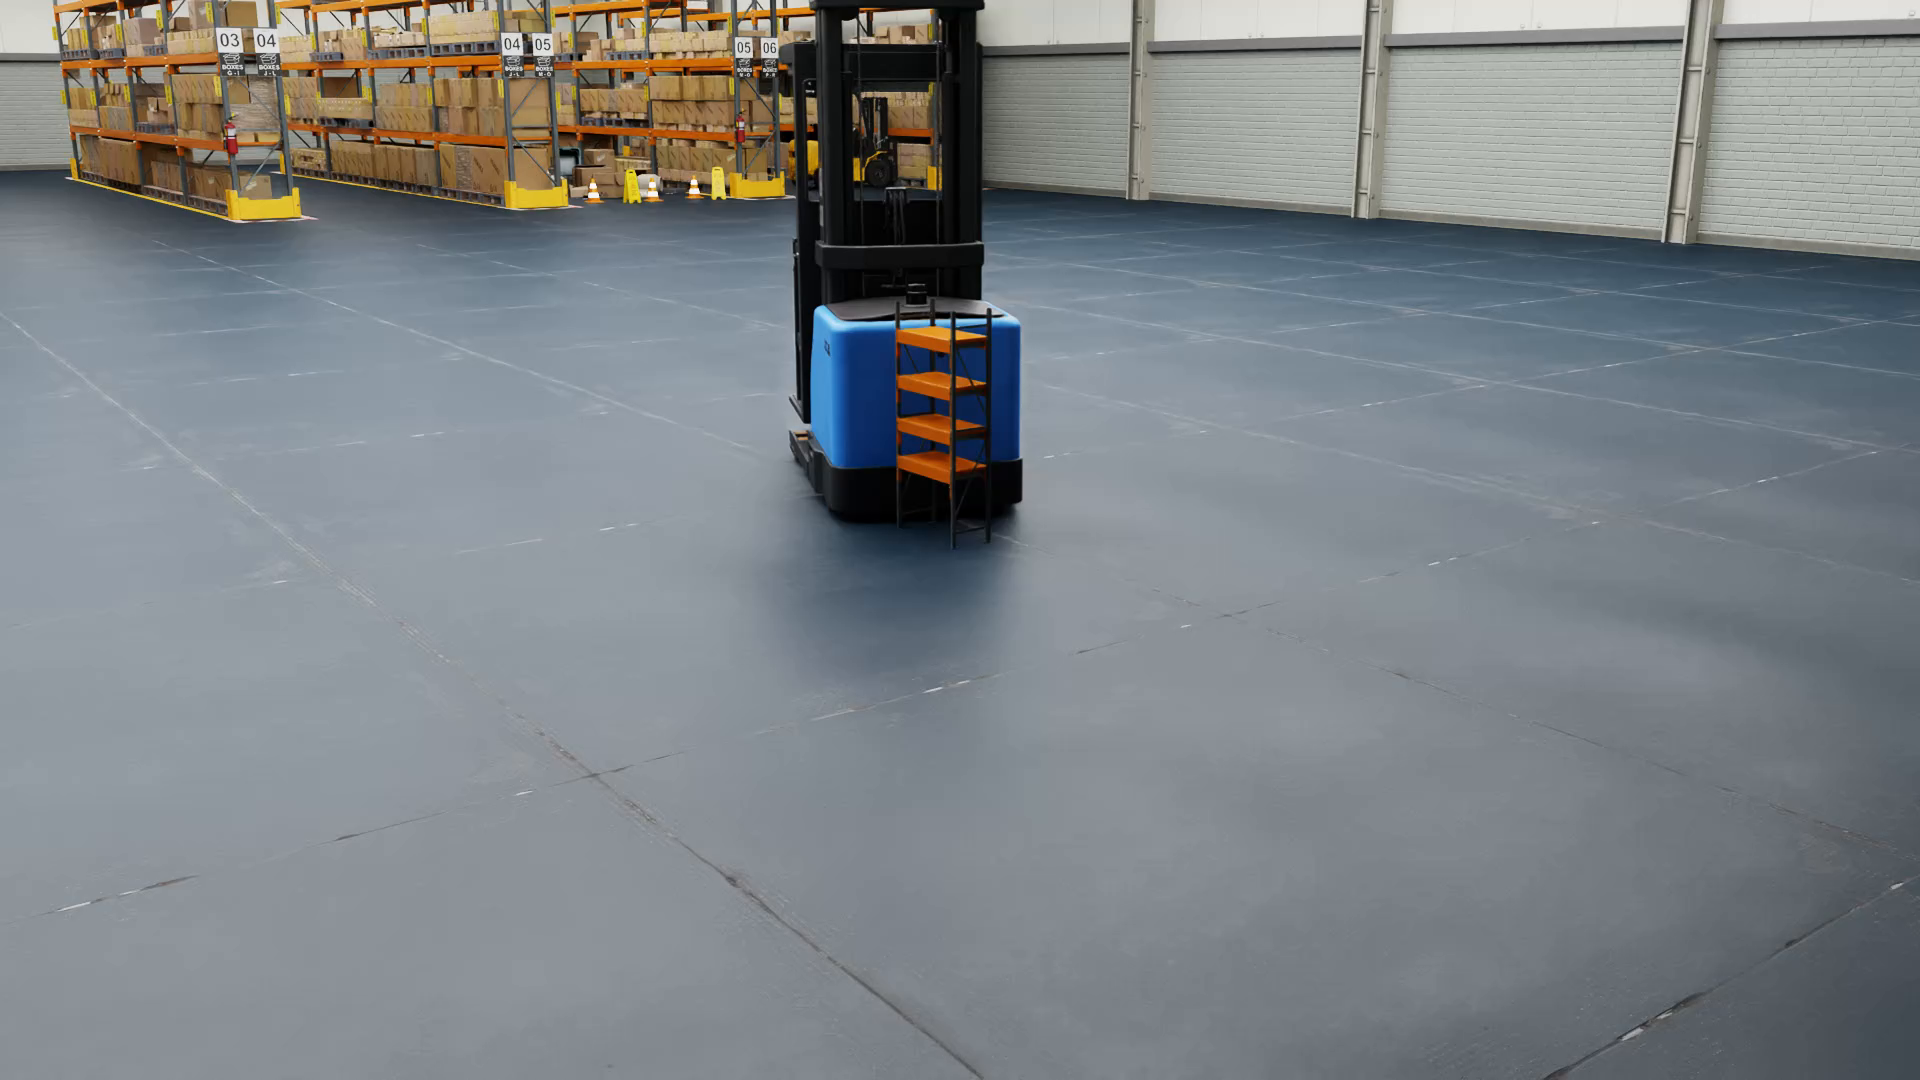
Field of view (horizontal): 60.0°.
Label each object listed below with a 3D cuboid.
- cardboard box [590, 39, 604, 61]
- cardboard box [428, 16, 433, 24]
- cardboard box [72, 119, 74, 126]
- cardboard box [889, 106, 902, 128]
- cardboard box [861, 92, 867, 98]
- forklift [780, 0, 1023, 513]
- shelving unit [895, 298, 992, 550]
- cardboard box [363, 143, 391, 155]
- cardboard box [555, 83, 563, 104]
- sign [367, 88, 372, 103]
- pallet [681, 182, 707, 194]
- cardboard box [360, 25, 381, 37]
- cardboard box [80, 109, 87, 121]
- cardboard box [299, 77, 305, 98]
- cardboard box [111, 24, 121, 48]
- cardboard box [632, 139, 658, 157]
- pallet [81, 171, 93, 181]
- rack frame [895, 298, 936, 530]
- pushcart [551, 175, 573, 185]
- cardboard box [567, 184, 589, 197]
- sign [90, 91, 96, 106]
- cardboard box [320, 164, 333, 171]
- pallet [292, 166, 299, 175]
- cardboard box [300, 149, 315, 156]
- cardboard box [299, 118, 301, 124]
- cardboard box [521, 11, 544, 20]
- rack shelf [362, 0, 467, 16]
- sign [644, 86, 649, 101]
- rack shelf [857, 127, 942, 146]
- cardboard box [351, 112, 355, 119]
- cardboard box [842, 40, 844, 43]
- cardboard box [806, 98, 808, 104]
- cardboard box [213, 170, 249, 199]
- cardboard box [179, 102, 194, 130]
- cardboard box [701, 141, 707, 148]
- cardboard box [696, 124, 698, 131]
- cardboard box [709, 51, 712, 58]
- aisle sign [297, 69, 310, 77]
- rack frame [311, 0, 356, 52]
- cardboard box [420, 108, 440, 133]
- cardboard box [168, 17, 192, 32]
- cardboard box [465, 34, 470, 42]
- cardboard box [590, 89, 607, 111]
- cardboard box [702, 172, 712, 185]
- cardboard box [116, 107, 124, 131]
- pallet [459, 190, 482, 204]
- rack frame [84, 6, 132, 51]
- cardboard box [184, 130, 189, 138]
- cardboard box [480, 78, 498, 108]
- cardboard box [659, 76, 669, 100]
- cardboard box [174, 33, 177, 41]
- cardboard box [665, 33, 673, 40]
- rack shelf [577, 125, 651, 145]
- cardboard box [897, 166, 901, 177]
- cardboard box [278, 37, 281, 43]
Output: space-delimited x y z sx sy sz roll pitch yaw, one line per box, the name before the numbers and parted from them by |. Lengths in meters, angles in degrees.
cardboard box | -8.365 -11.661 39.627 0.700 0.500 0.500 -11 19 -35
cardboard box | -10.568 -10.556 33.761 0.380 0.149 0.250 -11 19 -34
cardboard box | -21.540 -10.237 40.772 0.380 0.149 0.250 -11 19 -35
cardboard box | -1.299 -9.767 38.389 0.500 0.500 0.500 -11 19 -36
cardboard box | -2.150 -10.511 39.317 0.380 0.149 0.250 -10 18 -33
forklift | -0.463 -1.904 9.981 1.130 2.935 3.031 -3 16 -11
shelving unit | -0.087 -0.601 8.499 0.258 1.200 0.503 -11 19 -34
cardboard box | -13.473 -9.044 38.455 0.500 0.250 0.500 -11 19 -36
cardboard box | -9.738 -11.078 41.286 0.500 0.500 0.500 -10 18 -34
sign | -13.292 -10.014 37.437 0.100 0.325 0.005 -11 19 -35
pallet | -5.417 -7.772 36.572 1.003 0.211 1.213 -11 19 -35
cardboard box | -13.307 -11.490 37.553 0.396 0.266 0.258 -11 19 -35
cardboard box | -20.656 -10.138 39.655 0.500 0.250 0.500 -11 19 -36
cardboard box | -16.304 -11.387 41.852 0.500 0.500 0.500 -10 18 -33
cardboard box | -17.926 -10.819 35.755 0.500 0.500 0.500 -10 18 -32
cardboard box | -9.322 -11.702 49.583 0.797 0.503 0.637 -12 19 -37
pallet | -21.101 -9.036 41.191 1.003 0.211 1.213 -11 19 -35
rack frame | -0.231 -0.653 8.689 0.240 1.200 0.015 -11 19 -34
pushcart | -8.377 -7.886 36.674 0.936 0.377 1.648 10 18 33
cardboard box | -8.007 -7.326 34.838 0.396 0.266 0.258 -7 17 -25
sign | -19.730 -10.055 37.841 0.100 0.325 0.005 -11 19 -35
cardboard box | -15.717 -9.292 41.449 0.380 0.149 0.250 -11 19 -34
pallet | -17.069 -9.748 43.791 1.003 0.211 1.213 -11 19 -35
cardboard box | -16.740 -9.960 42.762 0.380 0.149 0.250 -11 19 -34
cardboard box | -16.679 -10.722 42.543 0.380 0.149 0.250 -10 18 -33
cardboard box | -8.094 -9.953 31.557 0.380 0.149 0.250 -11 19 -34
rack shelf | -11.683 -11.506 35.690 1.077 0.370 4.000 -11 19 -35
sign | -7.009 -9.987 37.190 0.100 0.325 0.005 -11 19 -35
rack shelf | -1.374 -9.513 39.013 1.077 0.370 4.000 -11 19 -35
cardboard box | -13.817 -9.803 38.392 0.380 0.149 0.250 -10 18 -34
cardboard box | -3.172 -12.058 40.452 0.500 0.311 0.500 -12 19 -36
cardboard box | -3.705 -10.955 41.500 0.380 0.149 0.250 -11 19 -34
cardboard box | -13.604 -6.641 31.097 0.500 0.500 0.500 -13 20 -39
cardboard box | -14.098 -7.951 31.191 0.875 0.500 0.500 -11 19 -35
cardboard box | -5.308 -8.465 35.586 0.380 0.149 0.250 -10 18 -34
cardboard box | -5.486 -8.916 35.947 0.380 0.149 0.250 -11 19 -35
cardboard box | -5.043 -10.194 34.934 0.380 0.149 0.250 -11 19 -34
aisle sign | -17.363 -12.604 44.020 0.394 0.787 0.004 -11 19 -35
rack frame | -15.211 -13.327 40.224 1.000 3.000 0.127 -11 19 -35
cardboard box | -11.030 -8.844 35.016 0.500 0.500 0.500 -11 19 -35
cardboard box | -14.775 -9.792 31.998 0.797 0.503 0.637 -12 19 -37
cardboard box | -9.371 -9.738 32.281 0.380 0.149 0.250 -11 19 -34
cardboard box | -8.525 -10.522 39.788 0.500 0.500 0.500 -10 18 -32
cardboard box | -5.202 -7.780 35.734 0.500 0.250 0.500 -11 19 -34
cardboard box | -18.017 -9.164 36.188 0.500 0.500 0.500 -12 19 -36
pallet | -9.402 -6.945 33.552 1.003 0.211 1.213 -11 19 -35
rack frame | -19.282 -12.579 37.490 1.000 3.000 0.127 -11 19 -35
cardboard box | -14.389 -7.659 31.353 0.380 0.149 0.250 -11 19 -35
cardboard box | -8.740 -8.653 32.179 0.875 0.550 0.550 -11 19 -35
cardboard box | -6.196 -9.949 36.599 0.700 0.500 0.500 -11 19 -34
cardboard box | -14.425 -9.380 31.014 0.380 0.149 0.250 -12 19 -37
cardboard box | -6.184 -10.939 36.144 0.380 0.149 0.250 -11 19 -35
rack shelf | -7.738 -9.595 39.315 1.077 0.370 4.000 -11 19 -35
cardboard box | -1.301 -8.576 38.641 0.500 0.250 0.500 -11 19 -34
cardboard box | -17.320 -12.865 42.797 0.380 0.149 0.250 -11 19 -35
